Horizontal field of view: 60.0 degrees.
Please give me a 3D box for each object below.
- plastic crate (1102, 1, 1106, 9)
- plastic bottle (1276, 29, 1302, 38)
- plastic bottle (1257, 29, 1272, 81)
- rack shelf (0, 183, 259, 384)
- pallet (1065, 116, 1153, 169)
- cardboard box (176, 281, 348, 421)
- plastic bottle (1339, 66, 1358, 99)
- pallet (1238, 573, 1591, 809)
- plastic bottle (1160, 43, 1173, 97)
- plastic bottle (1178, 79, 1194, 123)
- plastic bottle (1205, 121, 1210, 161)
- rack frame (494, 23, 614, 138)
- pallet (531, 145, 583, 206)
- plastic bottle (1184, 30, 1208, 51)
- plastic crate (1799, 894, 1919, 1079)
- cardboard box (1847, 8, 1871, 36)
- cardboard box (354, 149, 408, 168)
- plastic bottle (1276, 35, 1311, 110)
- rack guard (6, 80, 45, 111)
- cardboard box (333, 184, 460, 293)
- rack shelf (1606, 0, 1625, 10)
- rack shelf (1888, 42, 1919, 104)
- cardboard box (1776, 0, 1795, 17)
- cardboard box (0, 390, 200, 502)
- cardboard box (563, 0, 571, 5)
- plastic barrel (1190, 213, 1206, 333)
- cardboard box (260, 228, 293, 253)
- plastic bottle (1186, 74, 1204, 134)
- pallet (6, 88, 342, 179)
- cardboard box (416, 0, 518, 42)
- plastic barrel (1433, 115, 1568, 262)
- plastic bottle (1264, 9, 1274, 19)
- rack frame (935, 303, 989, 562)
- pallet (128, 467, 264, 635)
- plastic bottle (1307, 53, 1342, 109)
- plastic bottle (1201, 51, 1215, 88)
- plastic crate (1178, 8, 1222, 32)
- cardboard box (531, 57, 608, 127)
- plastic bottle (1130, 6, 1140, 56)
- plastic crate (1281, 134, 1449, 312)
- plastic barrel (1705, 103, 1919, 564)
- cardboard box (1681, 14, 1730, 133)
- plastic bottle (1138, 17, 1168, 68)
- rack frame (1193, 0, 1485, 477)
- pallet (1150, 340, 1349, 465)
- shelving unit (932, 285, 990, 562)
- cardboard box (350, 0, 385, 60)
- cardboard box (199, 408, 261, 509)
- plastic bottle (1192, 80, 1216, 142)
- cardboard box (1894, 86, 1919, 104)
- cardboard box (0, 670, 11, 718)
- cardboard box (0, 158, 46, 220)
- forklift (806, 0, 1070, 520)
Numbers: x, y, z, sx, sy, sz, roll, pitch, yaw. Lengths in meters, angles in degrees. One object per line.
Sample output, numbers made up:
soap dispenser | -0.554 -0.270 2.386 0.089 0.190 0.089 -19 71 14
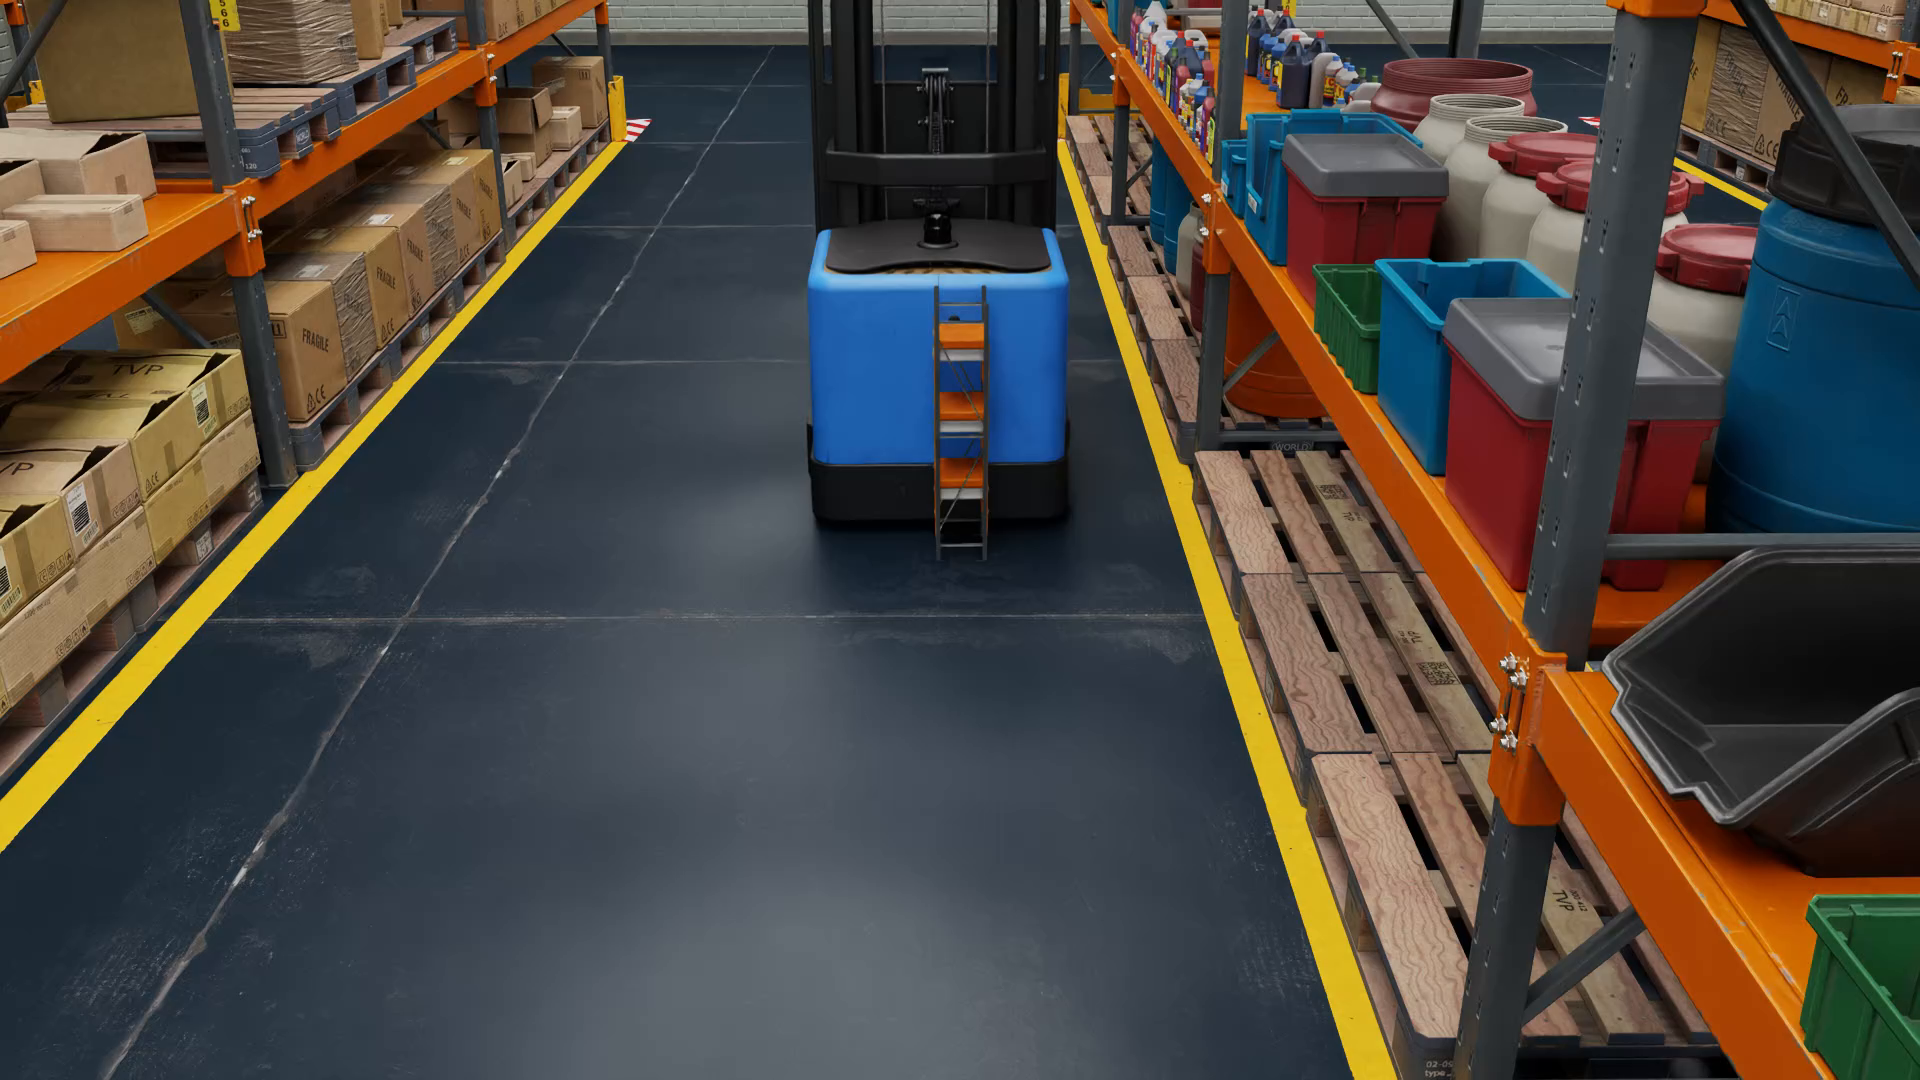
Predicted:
plastic crate | 1.170 -3.901 11.983 0.293 0.136 0.466 0 24 -1
plastic bottle | 1.827 -2.702 9.235 0.152 0.276 0.135 0 24 -1
plastic bottle | 1.702 -2.692 9.217 0.097 0.271 0.097 0 24 0
rack shelf | -3.398 -0.457 4.993 1.077 0.370 4.000 0 24 -1
pallet | 1.416 -3.315 13.825 1.003 0.211 1.213 0 24 -1
cardboard box | -3.139 -0.859 7.509 0.500 0.500 0.500 1 24 2
plastic bottle | 1.869 -2.139 7.996 0.097 0.271 0.097 0 24 0
pallet | 1.513 0.462 5.473 1.003 0.211 1.213 0 24 -1
plastic bottle | 1.101 -2.462 8.709 0.097 0.271 0.097 0 24 0
plastic bottle | 1.109 -2.127 8.055 0.097 0.201 0.097 0 24 0
plastic bottle | 1.119 -1.751 7.223 0.097 0.201 0.097 0 24 0
rack frame | -3.507 -4.905 13.956 1.000 3.000 0.127 0 24 -1
pallet | -3.486 -2.773 12.626 1.003 0.211 1.213 0 24 -1
plastic bottle | 1.276 -2.648 9.115 0.152 0.276 0.135 0 24 -1
plastic crate | 1.310 0.676 1.873 0.450 0.188 0.662 0 24 -1
cardboard box | 6.108 -3.416 10.968 0.380 0.149 0.250 0 24 0
cardboard box | -3.702 -2.118 10.293 0.500 0.500 0.500 -1 24 -3
plastic bottle | 1.688 -2.368 8.406 0.144 0.351 0.185 0 24 -1
rack guard | -8.461 -3.752 14.440 1.175 0.500 0.348 0 24 -1
cardboard box | -3.169 -1.706 9.382 0.500 0.500 0.500 0 24 0
rack shelf | 1.555 -1.844 4.421 1.077 0.370 4.000 0 24 -1
rack shelf | 6.464 -2.148 8.733 1.077 0.370 4.000 0 24 -1
cardboard box | 6.097 -3.839 11.904 0.380 0.149 0.250 -1 24 -1
cardboard box | -3.156 -0.374 6.083 0.500 0.311 0.500 -1 24 -1
cardboard box | -3.221 -4.348 12.603 0.500 0.500 0.500 0 24 0
plastic barrel | 1.499 -1.389 8.598 0.600 0.588 0.708 0 24 -1
cardboard box | -3.670 -1.268 8.413 0.500 0.500 0.500 -1 24 -2
plastic bottle | 1.113 -2.039 7.774 0.097 0.271 0.097 0 24 0
pallet | -3.497 -1.800 7.324 1.213 0.211 1.003 0 24 -1
cardboard box | -3.196 -3.514 10.758 0.500 0.500 0.500 0 24 1
plastic barrel | 1.763 -1.084 5.371 0.421 0.512 0.421 0 24 0
plastic bottle | 1.817 -3.060 10.027 0.152 0.276 0.135 0 24 -1
rack frame | 0.006 -0.393 6.345 0.200 1.050 0.008 -1 24 -1
pallet | -3.450 0.001 6.491 1.003 0.211 1.213 0 24 -1
plastic bottle | 1.837 -2.324 8.399 0.152 0.276 0.135 0 24 -1
plastic bottle | 1.232 -2.289 8.312 0.061 0.283 0.133 0 24 -1
plastic crate | 1.628 -3.377 10.825 0.396 0.136 0.243 0 24 -1
cardboard box | -3.255 -3.744 13.887 0.500 0.500 0.500 0 24 -1
plastic bottle | 1.067 -3.072 10.043 0.061 0.283 0.133 0 24 -1
plastic crate | 1.245 -0.991 5.224 0.402 0.464 0.583 0 24 -1
plastic barrel | 1.876 -0.370 3.320 0.600 0.901 0.708 0 24 -1
cardboard box | 6.486 -3.908 13.820 0.875 0.875 0.875 0 24 -1
plastic bottle | 1.118 -2.878 9.624 0.152 0.276 0.135 0 24 -1
rack frame | 1.533 -1.630 6.713 1.000 3.000 0.127 0 24 -1
pallet | 1.483 -0.684 8.005 1.003 0.211 1.213 0 24 -1
shelving unit | 0.003 -0.443 6.456 0.215 1.050 0.252 -1 24 -1
cardboard box | -3.382 -2.766 8.595 0.700 0.500 0.500 -6 25 -14
cardboard box | -3.170 -0.332 6.670 0.500 0.250 0.500 0 24 1
plastic bottle | 1.115 -1.959 7.597 0.097 0.271 0.097 0 24 0
cardboard box | 6.469 -2.260 10.175 1.225 0.875 0.875 0 24 0
cardboard box | -3.145 0.510 4.810 0.500 0.250 0.500 -1 24 -2
cardboard box | -3.604 -1.199 5.869 0.500 0.311 0.500 -1 24 -1
forklift | -0.116 -1.978 7.567 1.130 2.935 3.031 -1 24 -1
